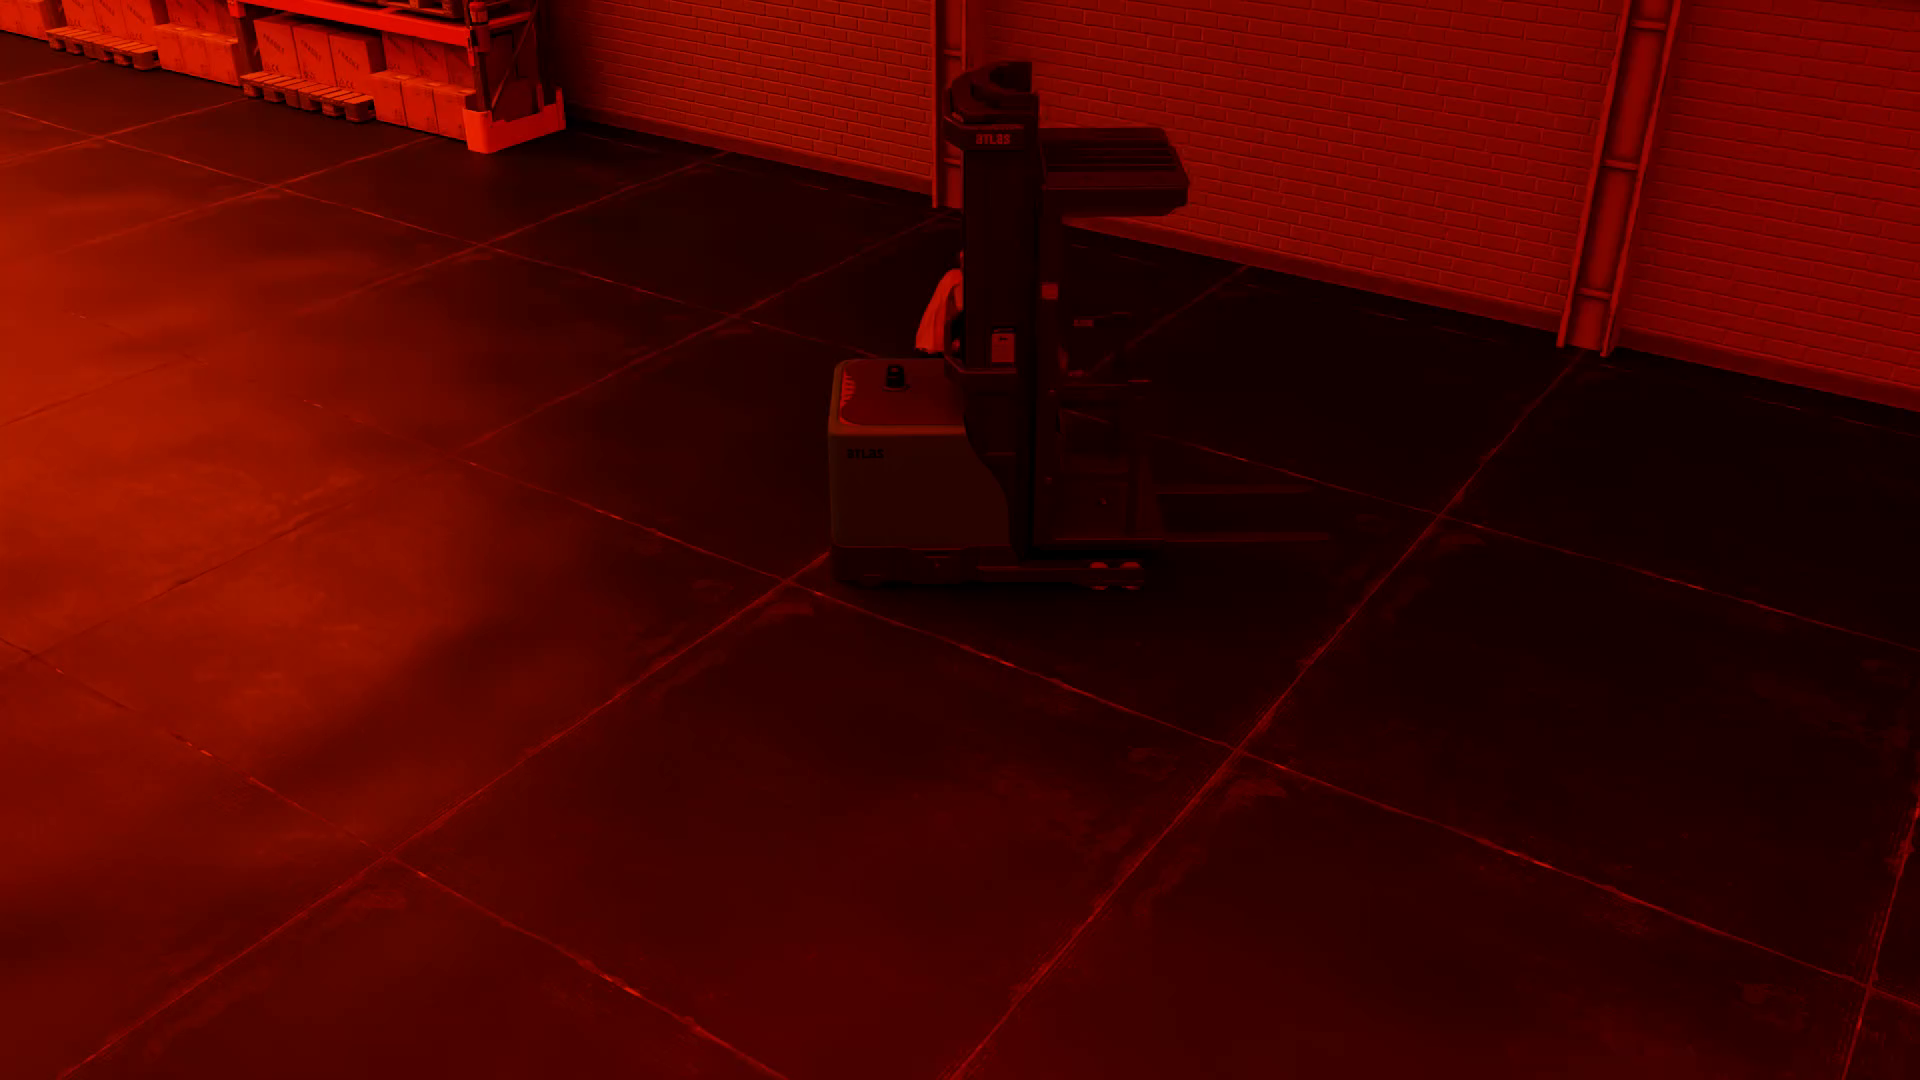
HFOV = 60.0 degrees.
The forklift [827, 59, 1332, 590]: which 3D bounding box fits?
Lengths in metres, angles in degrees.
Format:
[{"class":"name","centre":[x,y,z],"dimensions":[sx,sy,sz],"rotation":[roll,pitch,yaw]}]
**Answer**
[{"class":"forklift","centre":[0.733,-1.234,9.707],"dimensions":[3.031,2.935,1.130],"rotation":[-1,30,-1]}]

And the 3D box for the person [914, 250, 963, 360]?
[{"class":"person","centre":[0.142,-1.333,11.425],"dimensions":[0.869,1.348,0.846],"rotation":[-19,35,-30]}]
